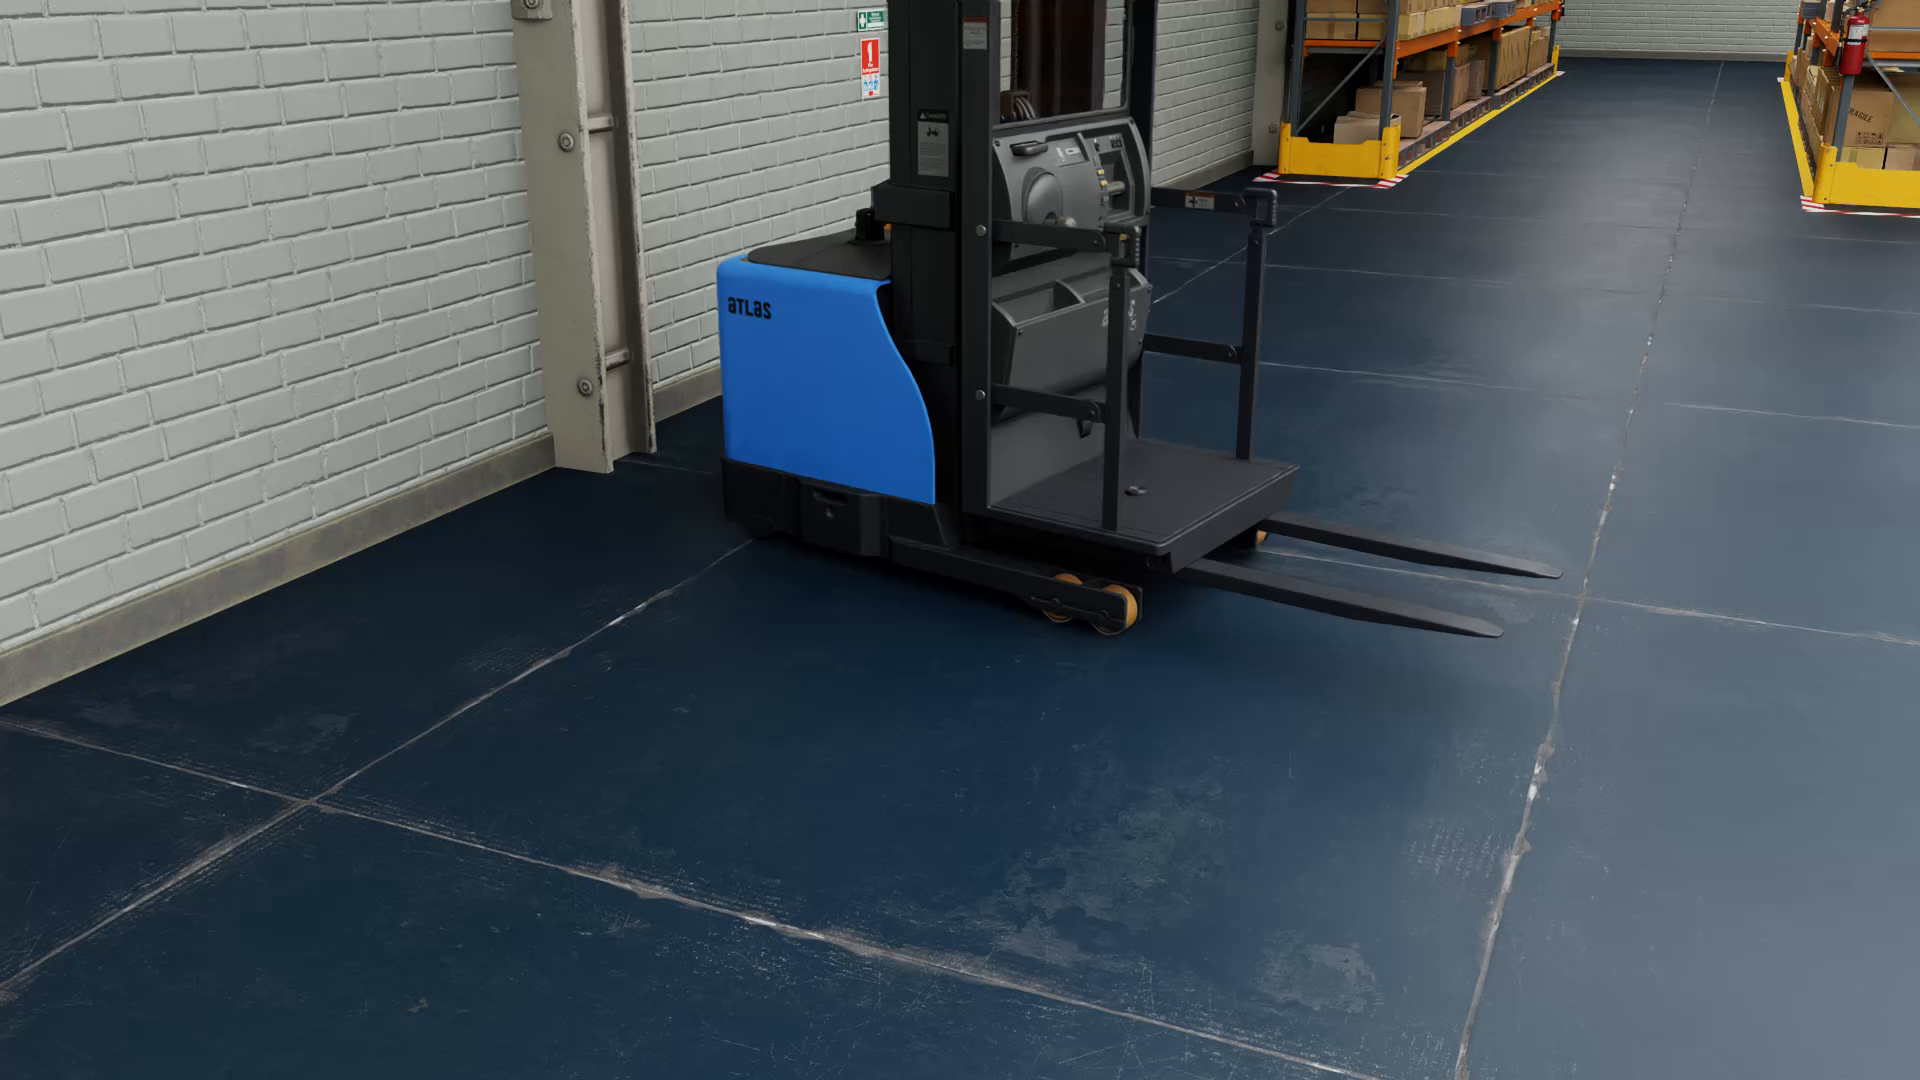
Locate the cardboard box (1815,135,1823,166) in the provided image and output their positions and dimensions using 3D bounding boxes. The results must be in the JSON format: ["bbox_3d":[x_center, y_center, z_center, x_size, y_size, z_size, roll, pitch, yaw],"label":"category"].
[{"bbox_3d":[8.473,-3.704,15.885,0.500,0.250,0.500,9,21,23],"label":"cardboard box"}]

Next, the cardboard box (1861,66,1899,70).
[{"bbox_3d":[11.616,-5.861,21.113,0.500,0.311,0.500,9,22,24],"label":"cardboard box"}]

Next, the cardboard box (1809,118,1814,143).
[{"bbox_3d":[9.292,-4.316,17.604,0.500,0.250,0.500,9,21,23],"label":"cardboard box"}]

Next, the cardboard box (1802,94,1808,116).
[{"bbox_3d":[10.711,-5.357,20.533,0.500,0.250,0.500,8,21,21],"label":"cardboard box"}]

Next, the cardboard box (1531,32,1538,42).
[{"bbox_3d":[9.429,-8.410,27.775,0.380,0.149,0.250,9,22,25],"label":"cardboard box"}]

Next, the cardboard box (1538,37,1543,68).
[{"bbox_3d":[9.755,-8.498,28.992,0.700,0.500,0.500,8,21,21],"label":"cardboard box"}]

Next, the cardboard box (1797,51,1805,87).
[{"bbox_3d":[12.823,-7.026,24.823,0.500,0.500,0.500,8,21,20],"label":"cardboard box"}]

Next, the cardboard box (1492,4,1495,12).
[{"bbox_3d":[7.431,-7.527,23.502,0.380,0.149,0.250,8,21,22],"label":"cardboard box"}]

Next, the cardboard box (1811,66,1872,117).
[{"bbox_3d":[9.492,-4.822,17.910,0.500,0.500,0.500,9,21,23],"label":"cardboard box"}]

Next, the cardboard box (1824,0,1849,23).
[{"bbox_3d":[11.063,-6.600,20.682,0.500,0.311,0.500,8,21,22],"label":"cardboard box"}]

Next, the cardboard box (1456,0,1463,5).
[{"bbox_3d":[5.535,-6.449,19.202,0.500,0.500,0.500,8,21,23],"label":"cardboard box"}]

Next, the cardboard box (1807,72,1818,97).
[{"bbox_3d":[10.495,-5.461,19.987,0.500,0.311,0.500,8,21,22],"label":"cardboard box"}]

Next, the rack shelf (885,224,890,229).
[{"bbox_3d":[-0.114,-1.323,7.226,0.480,0.148,0.258,-5,20,-13],"label":"rack shelf"}]

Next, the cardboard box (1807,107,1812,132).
[{"bbox_3d":[9.873,-4.734,18.782,0.500,0.250,0.500,8,21,22],"label":"cardboard box"}]

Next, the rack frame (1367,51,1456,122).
[{"bbox_3d":[5.447,-6.344,19.831,1.000,3.000,0.127,9,21,23],"label":"rack frame"}]

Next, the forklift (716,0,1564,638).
[{"bbox_3d":[0.568,-1.263,5.647,3.031,2.935,1.130,13,23,33],"label":"forklift"}]

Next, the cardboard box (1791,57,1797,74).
[{"bbox_3d":[13.991,-7.813,27.408,0.500,0.250,0.500,9,21,23],"label":"cardboard box"}]

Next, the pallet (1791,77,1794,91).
[{"bbox_3d":[14.024,-7.381,26.909,1.003,0.211,1.213,9,21,23],"label":"pallet"}]

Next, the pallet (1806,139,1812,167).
[{"bbox_3d":[9.604,-4.114,17.723,1.003,0.211,1.213,9,21,23],"label":"pallet"}]

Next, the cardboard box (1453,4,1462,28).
[{"bbox_3d":[5.529,-6.097,19.329,0.500,0.250,0.500,9,21,23],"label":"cardboard box"}]

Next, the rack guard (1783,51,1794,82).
[{"bbox_3d":[14.850,-8.133,28.592,1.175,0.500,0.348,9,21,23],"label":"rack guard"}]

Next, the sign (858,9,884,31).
[{"bbox_3d":[-0.508,-2.982,9.532,0.001,0.109,0.331,9,21,23],"label":"sign"}]

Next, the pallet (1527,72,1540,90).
[{"bbox_3d":[9.105,-7.698,27.798,1.003,0.211,1.213,9,21,23],"label":"pallet"}]

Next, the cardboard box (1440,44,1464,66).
[{"bbox_3d":[6.341,-6.399,21.940,0.500,0.250,0.500,8,21,22],"label":"cardboard box"}]

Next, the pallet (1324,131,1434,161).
[{"bbox_3d":[4.706,-4.446,18.655,1.003,0.211,1.213,9,21,23],"label":"pallet"}]

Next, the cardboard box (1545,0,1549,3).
[{"bbox_3d":[9.553,-9.541,28.372,0.980,0.700,0.700,7,21,20],"label":"cardboard box"}]

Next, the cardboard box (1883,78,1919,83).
[{"bbox_3d":[9.369,-4.290,16.413,0.500,0.500,0.500,9,21,23],"label":"cardboard box"}]

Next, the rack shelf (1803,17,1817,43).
[{"bbox_3d":[12.425,-7.161,23.201,1.077,0.370,4.000,9,21,23],"label":"rack shelf"}]

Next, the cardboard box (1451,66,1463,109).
[{"bbox_3d":[6.145,-5.916,21.702,0.700,0.500,0.500,9,21,23],"label":"cardboard box"}]

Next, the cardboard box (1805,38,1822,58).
[{"bbox_3d":[12.209,-6.920,23.406,0.500,0.250,0.500,8,21,22],"label":"cardboard box"}]

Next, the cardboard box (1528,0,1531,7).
[{"bbox_3d":[8.761,-8.458,26.121,0.380,0.149,0.250,9,21,24],"label":"cardboard box"}]

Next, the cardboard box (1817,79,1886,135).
[{"bbox_3d":[8.674,-4.211,16.191,0.500,0.500,0.500,9,21,23],"label":"cardboard box"}]

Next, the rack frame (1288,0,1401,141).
[{"bbox_3d":[3.809,-5.121,16.393,1.000,3.000,0.127,9,21,23],"label":"rack frame"}]

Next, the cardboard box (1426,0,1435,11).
[{"bbox_3d":[4.707,-5.825,17.446,0.500,0.500,0.500,8,21,21],"label":"cardboard box"}]

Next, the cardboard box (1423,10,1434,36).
[{"bbox_3d":[4.712,-5.481,17.599,0.500,0.250,0.500,8,21,22],"label":"cardboard box"}]

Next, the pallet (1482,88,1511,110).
[{"bbox_3d":[7.476,-6.484,24.385,1.003,0.211,1.213,9,21,23],"label":"pallet"}]

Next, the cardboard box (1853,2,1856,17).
[{"bbox_3d":[9.582,-5.414,17.067,0.700,0.500,0.500,8,21,22],"label":"cardboard box"}]

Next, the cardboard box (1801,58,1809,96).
[{"bbox_3d":[11.987,-6.394,23.046,0.500,0.500,0.500,8,21,21],"label":"cardboard box"}]

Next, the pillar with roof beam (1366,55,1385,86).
[{"bbox_3d":[9.691,-9.524,19.820,9.100,9.000,0.400,9,21,23],"label":"pillar with roof beam"}]

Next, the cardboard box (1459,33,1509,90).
[{"bbox_3d":[7.506,-6.959,24.141,0.750,0.750,0.750,8,21,22],"label":"cardboard box"}]

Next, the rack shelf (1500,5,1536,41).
[{"bbox_3d":[7.904,-7.839,25.109,1.077,0.370,4.000,9,21,23],"label":"rack shelf"}]

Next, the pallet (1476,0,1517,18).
[{"bbox_3d":[6.890,-7.244,22.648,1.213,0.211,1.003,9,21,23],"label":"pallet"}]

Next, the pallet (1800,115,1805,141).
[{"bbox_3d":[10.732,-4.957,20.091,1.003,0.211,1.213,9,21,23],"label":"pallet"}]

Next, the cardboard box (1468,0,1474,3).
[{"bbox_3d":[6.163,-7.125,21.221,0.700,0.500,0.500,12,23,30],"label":"cardboard box"}]

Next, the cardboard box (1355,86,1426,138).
[{"bbox_3d":[4.754,-4.742,18.399,0.700,0.500,0.500,7,21,19],"label":"cardboard box"}]

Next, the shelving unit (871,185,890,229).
[{"bbox_3d":[-0.114,-0.953,7.358,0.503,1.200,0.258,-5,20,-13],"label":"shelving unit"}]

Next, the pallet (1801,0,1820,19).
[{"bbox_3d":[11.819,-7.015,22.003,1.213,0.211,1.003,9,21,23],"label":"pallet"}]
